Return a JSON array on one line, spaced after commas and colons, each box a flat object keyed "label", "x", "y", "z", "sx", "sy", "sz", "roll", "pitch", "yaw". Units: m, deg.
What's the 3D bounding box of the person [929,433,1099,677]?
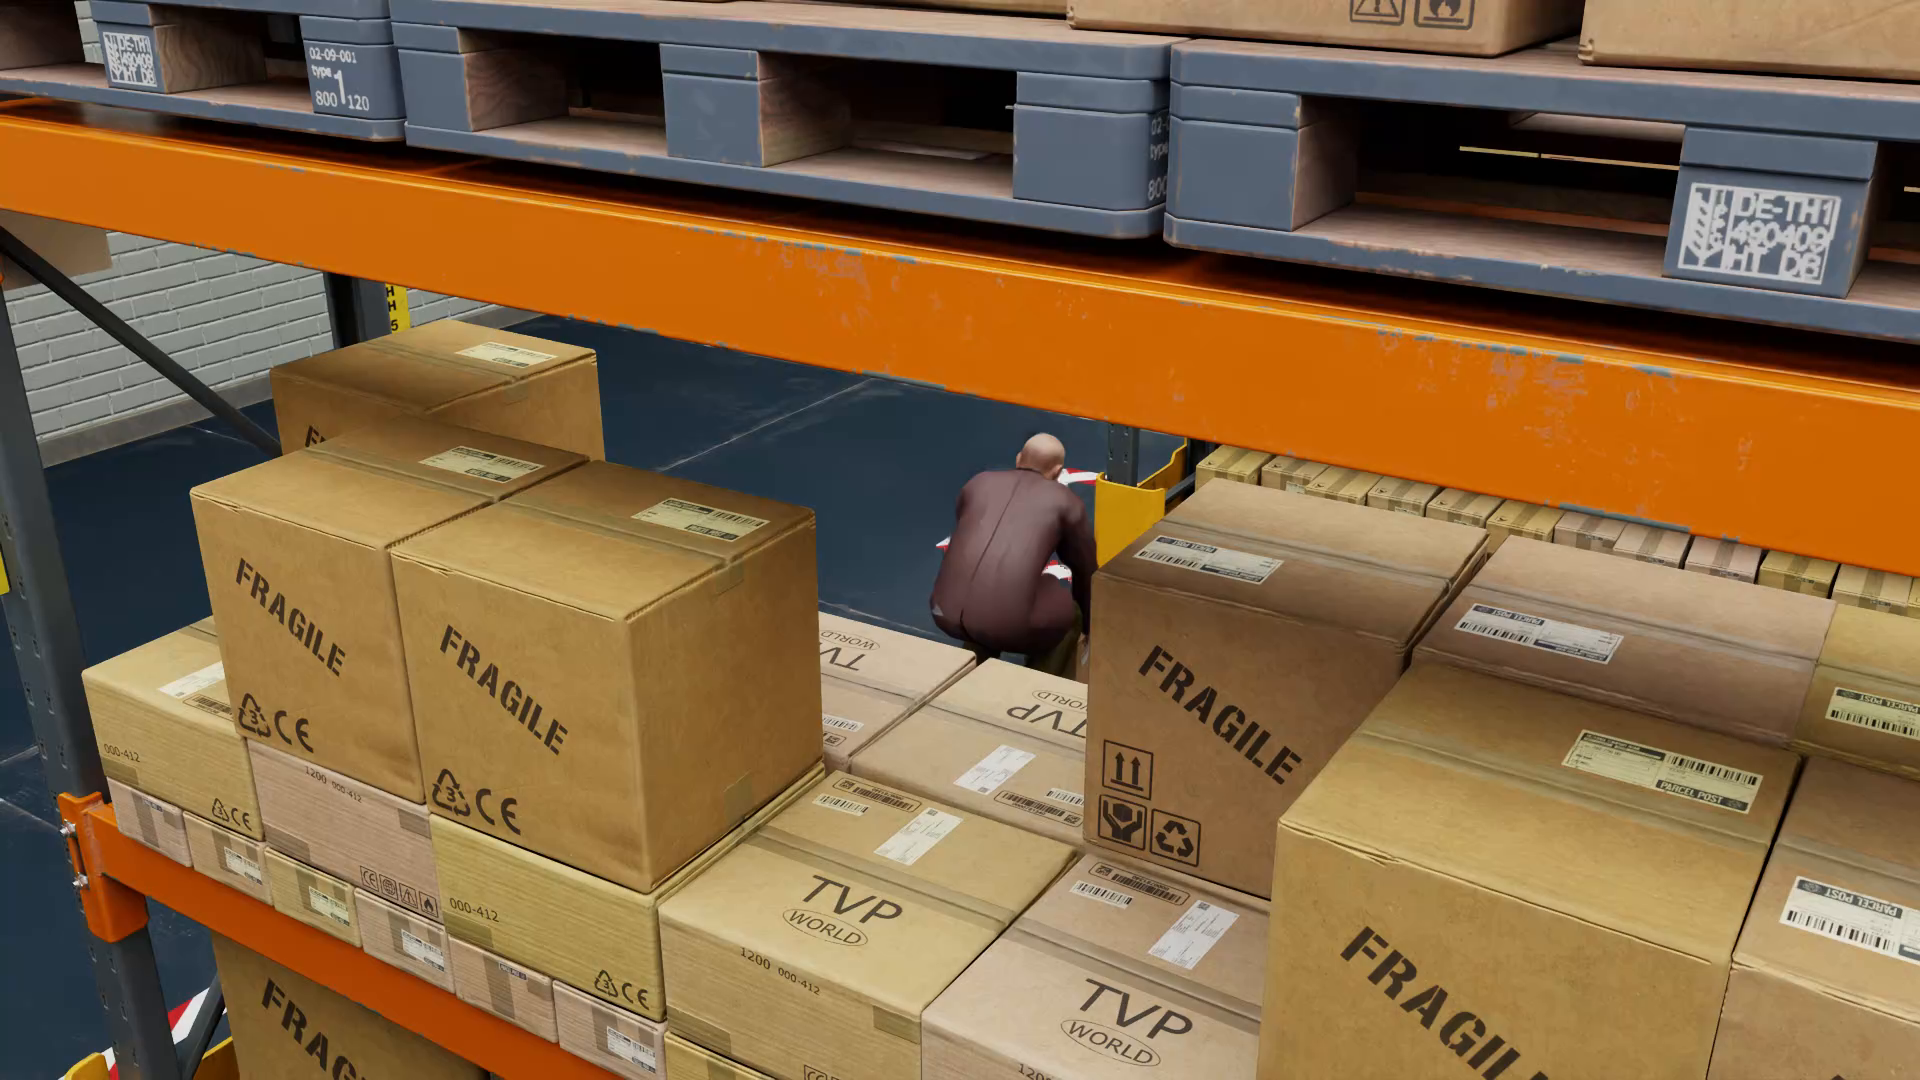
[{"label": "person", "x": 0.198, "y": 0.209, "z": 6.518, "sx": 0.613, "sy": 1.081, "sz": 0.861, "roll": 14, "pitch": 26, "yaw": 29}]
